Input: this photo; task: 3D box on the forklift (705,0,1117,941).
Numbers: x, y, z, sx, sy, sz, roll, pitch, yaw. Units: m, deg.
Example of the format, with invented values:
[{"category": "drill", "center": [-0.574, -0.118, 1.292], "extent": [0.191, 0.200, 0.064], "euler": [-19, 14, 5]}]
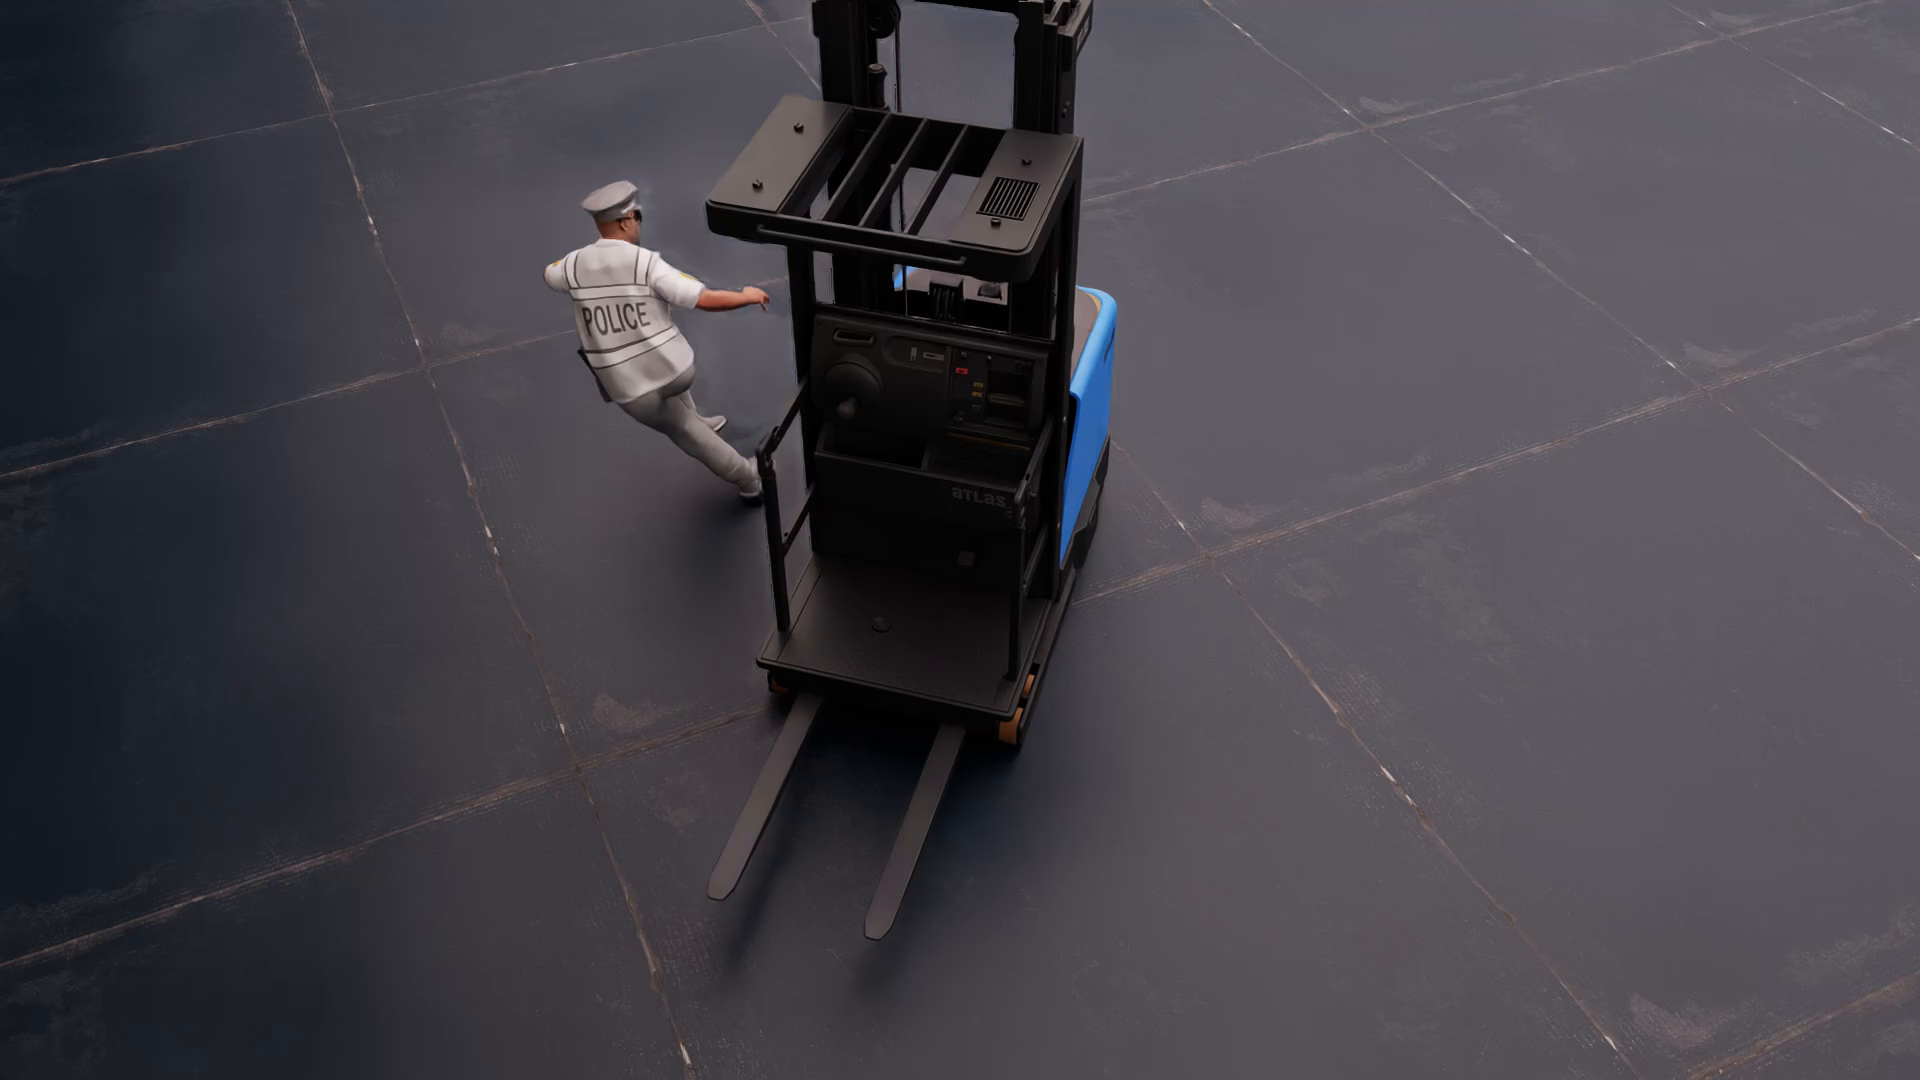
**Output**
[{"category": "forklift", "center": [-0.184, -0.526, 6.244], "extent": [1.130, 2.935, 3.031], "euler": [11, 44, 12]}]

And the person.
[{"category": "person", "center": [-1.369, -0.946, 7.737], "extent": [0.999, 1.516, 0.933], "euler": [-10, 44, -11]}]
